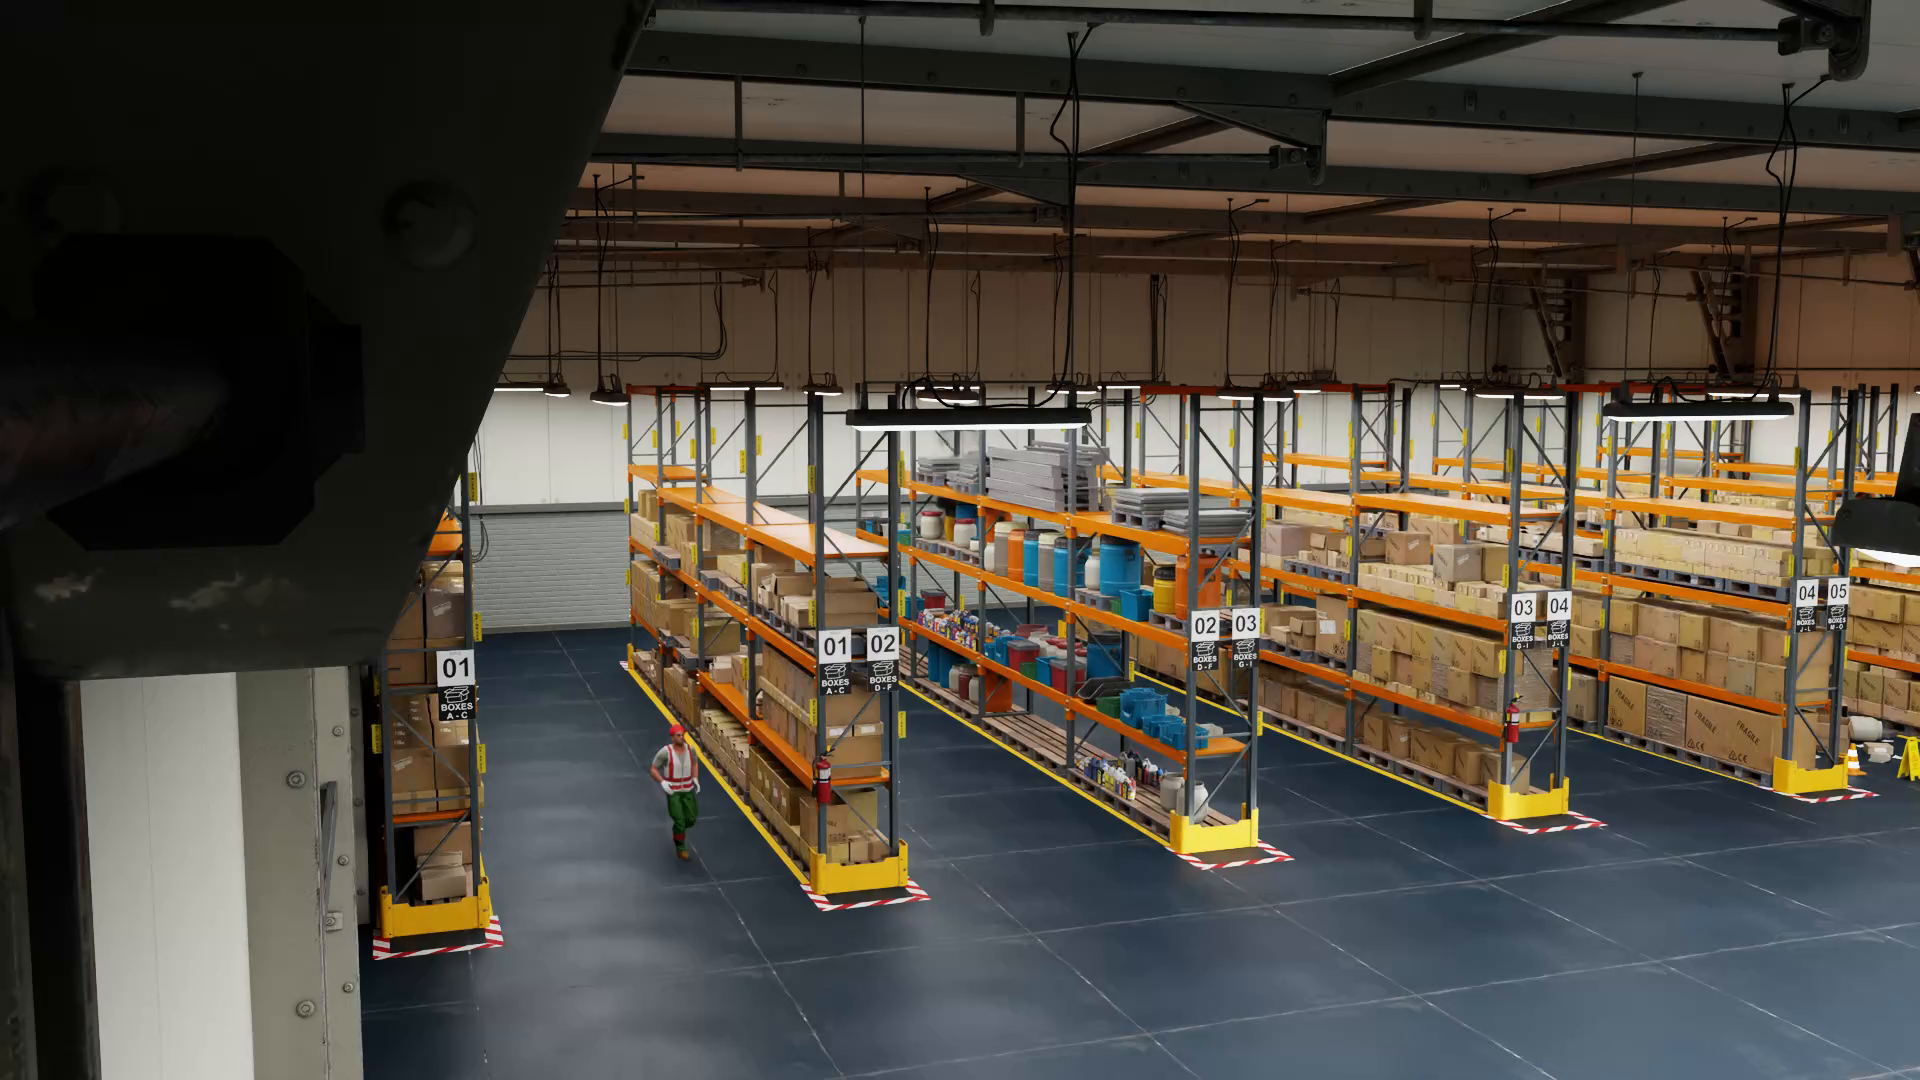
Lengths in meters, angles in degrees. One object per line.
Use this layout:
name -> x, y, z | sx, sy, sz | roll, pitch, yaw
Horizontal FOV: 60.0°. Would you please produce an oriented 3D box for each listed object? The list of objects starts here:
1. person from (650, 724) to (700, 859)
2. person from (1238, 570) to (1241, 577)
person -> -3.690, 3.237, 21.567 | 0.669, 1.749, 0.601 | -4, 7, -32
person -> 6.318, 1.527, 38.293 | 0.730, 1.739, 0.665 | -1, 6, -11
